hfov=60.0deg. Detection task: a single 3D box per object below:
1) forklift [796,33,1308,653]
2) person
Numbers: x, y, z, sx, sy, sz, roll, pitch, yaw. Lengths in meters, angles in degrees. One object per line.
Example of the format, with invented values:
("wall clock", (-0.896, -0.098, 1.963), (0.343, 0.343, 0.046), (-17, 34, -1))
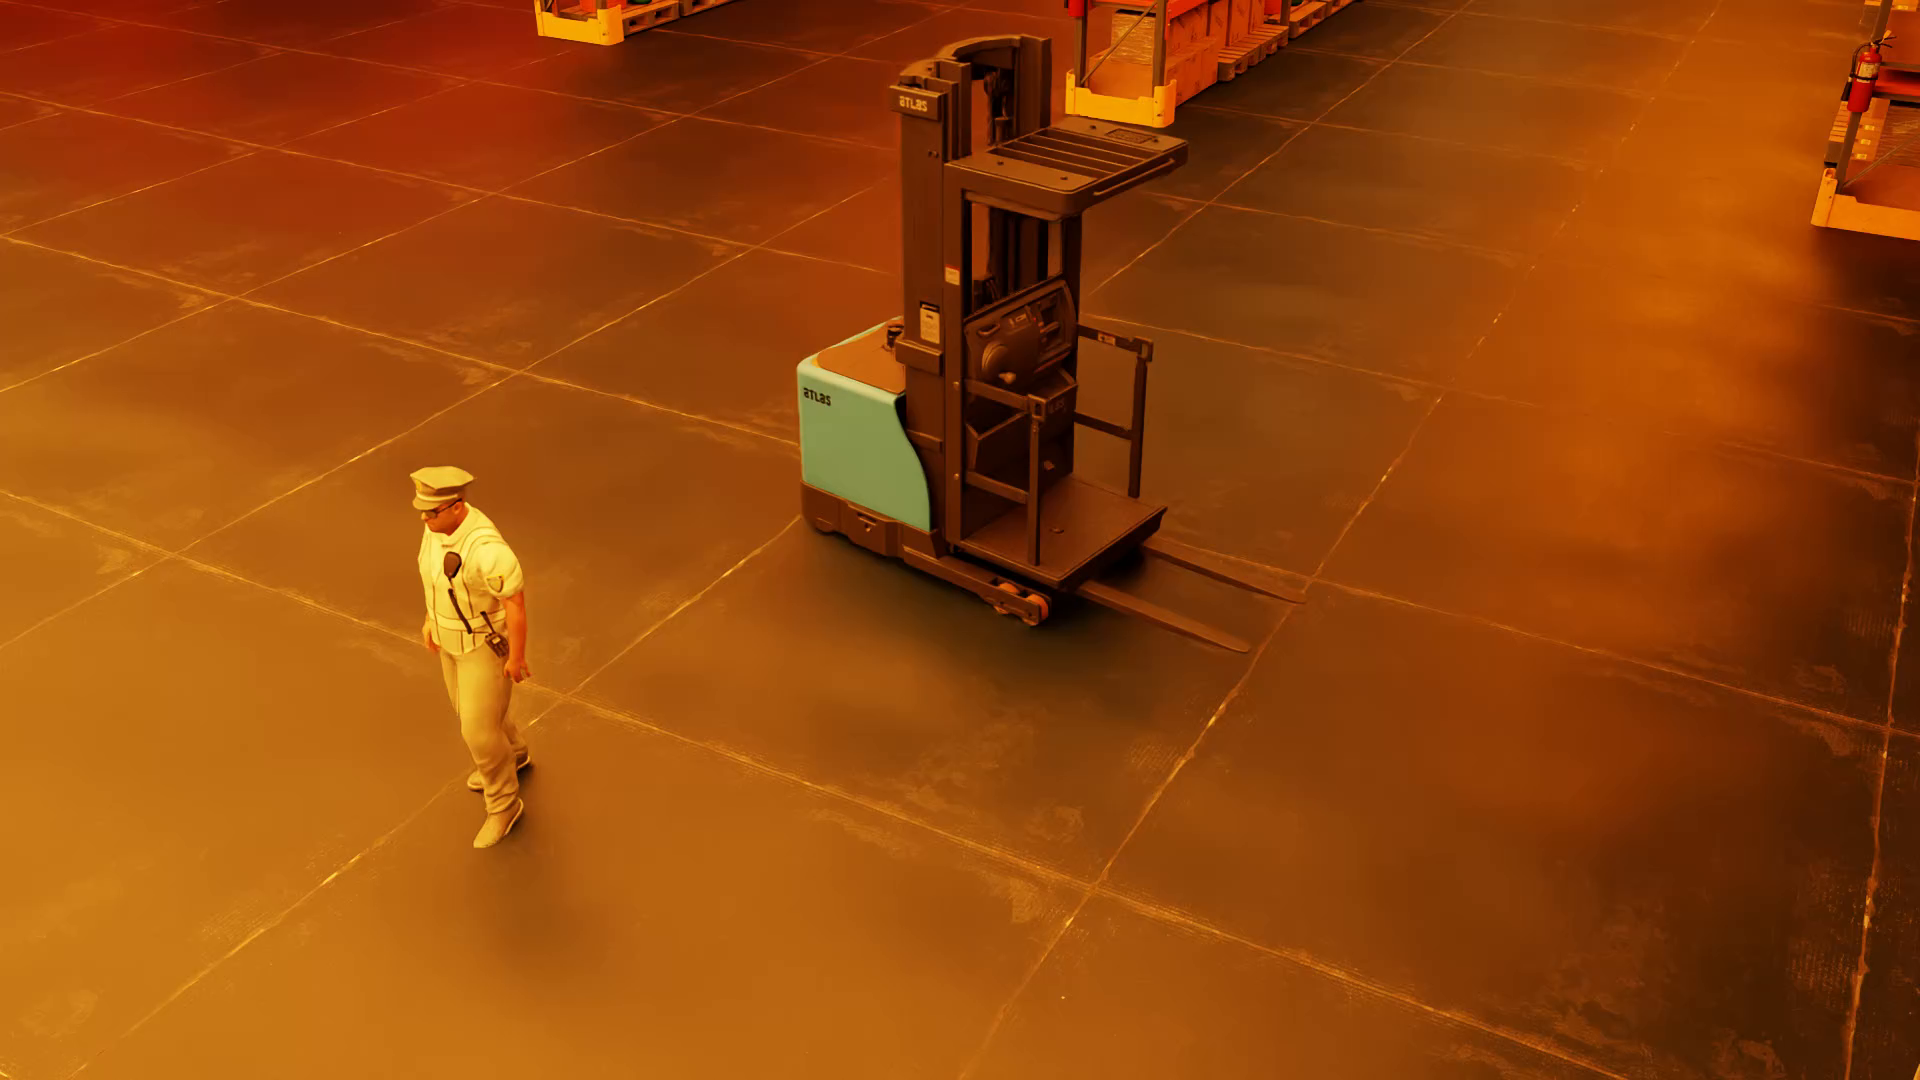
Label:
("forklift", (0.499, -1.099, 8.975), (3.031, 2.935, 1.130), (22, 36, 33))
("person", (-2.218, 0.481, 7.477), (0.631, 1.791, 0.542), (26, 39, 37))
